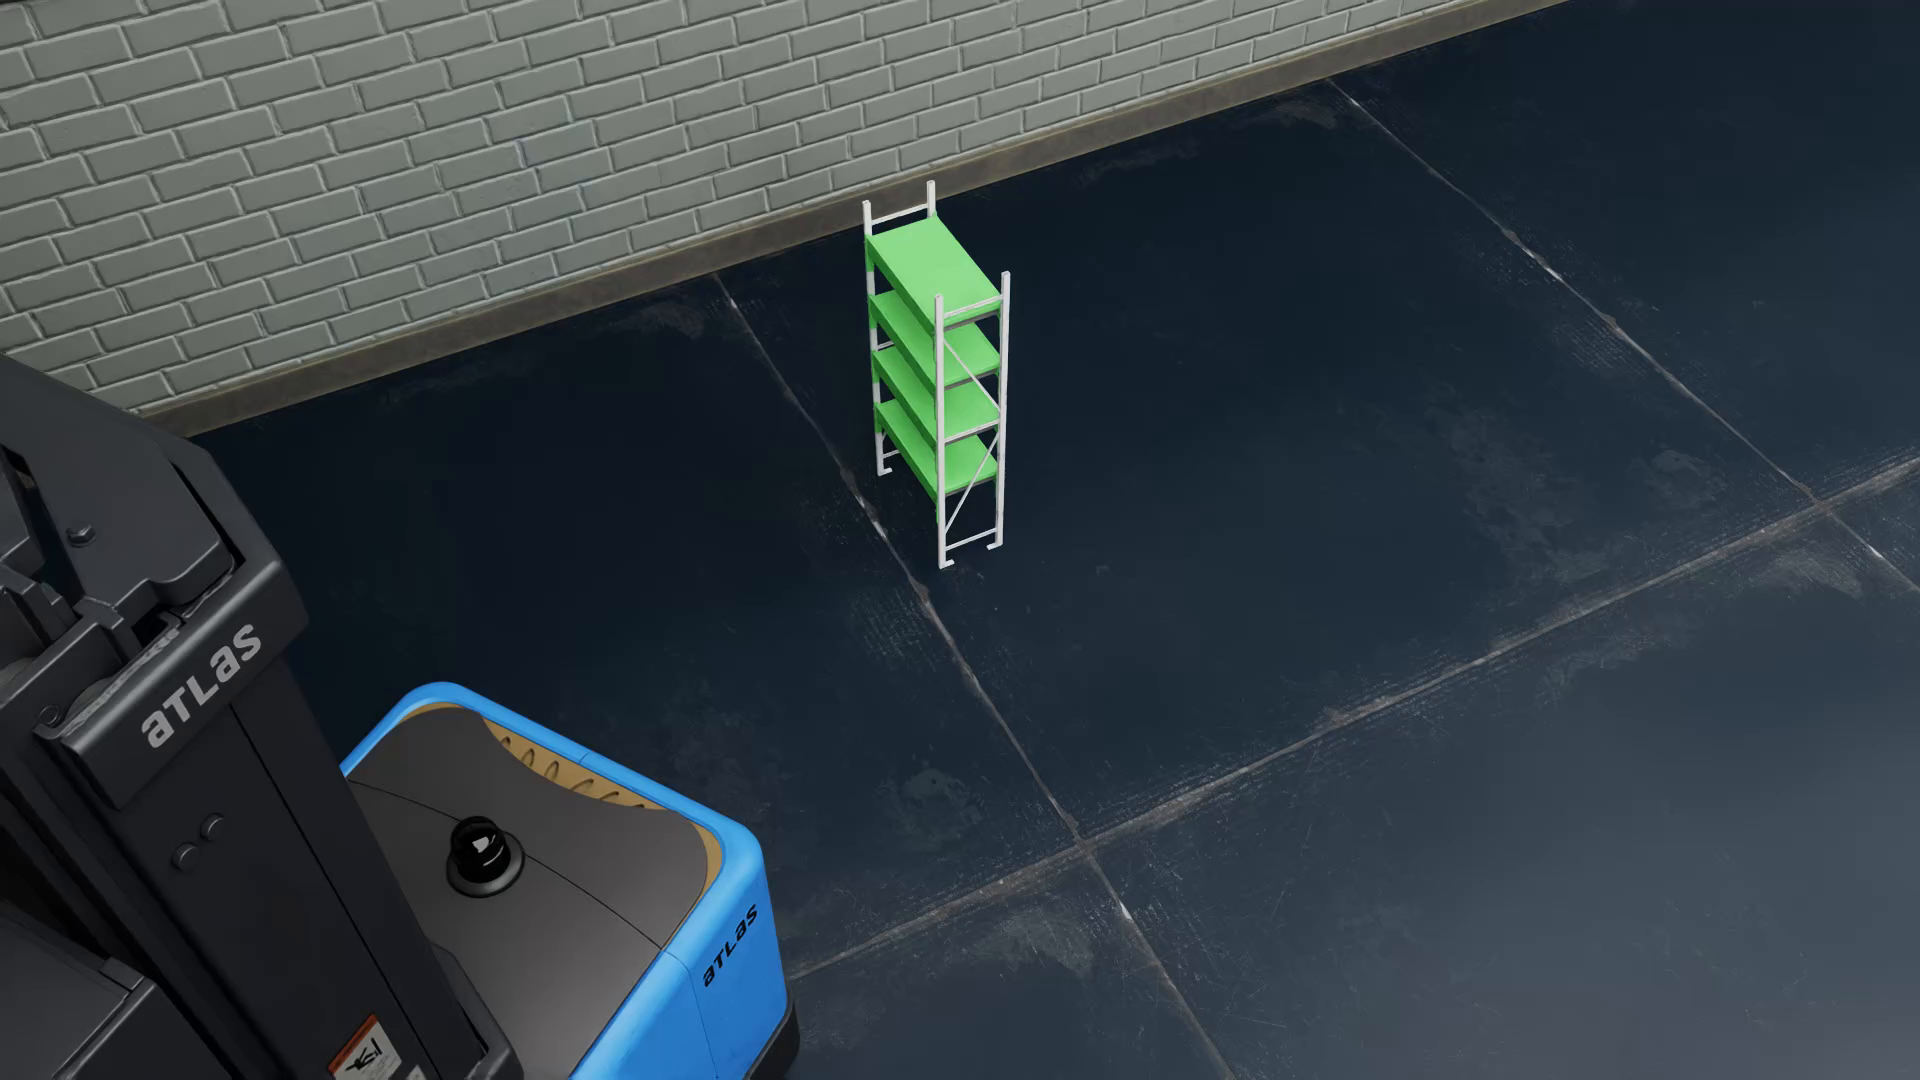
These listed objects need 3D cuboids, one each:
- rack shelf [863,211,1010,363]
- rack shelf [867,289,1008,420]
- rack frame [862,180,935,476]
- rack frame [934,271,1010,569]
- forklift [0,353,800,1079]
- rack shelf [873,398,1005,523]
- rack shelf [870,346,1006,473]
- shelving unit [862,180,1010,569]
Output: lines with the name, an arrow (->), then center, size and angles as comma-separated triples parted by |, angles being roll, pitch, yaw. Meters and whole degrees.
rack shelf -> -0.076, -0.780, 5.082 | 0.258, 0.148, 0.480 | -21, 52, -18
rack shelf -> -0.076, -0.622, 5.263 | 0.258, 0.148, 0.480 | -21, 52, -18
rack frame -> -0.187, -0.669, 5.538 | 0.240, 1.200, 0.015 | -21, 52, -18
rack frame -> 0.036, -0.342, 5.252 | 0.240, 1.200, 0.015 | -21, 52, -18
forklift -> -1.579, 1.212, 2.742 | 1.130, 2.935, 3.031 | 22, 52, 18
rack shelf -> -0.076, -0.306, 5.624 | 0.258, 0.148, 0.480 | -21, 52, -18
rack shelf -> -0.076, -0.464, 5.443 | 0.258, 0.148, 0.480 | -21, 52, -18
shelving unit -> -0.076, -0.506, 5.395 | 0.258, 1.200, 0.503 | -21, 52, -18
